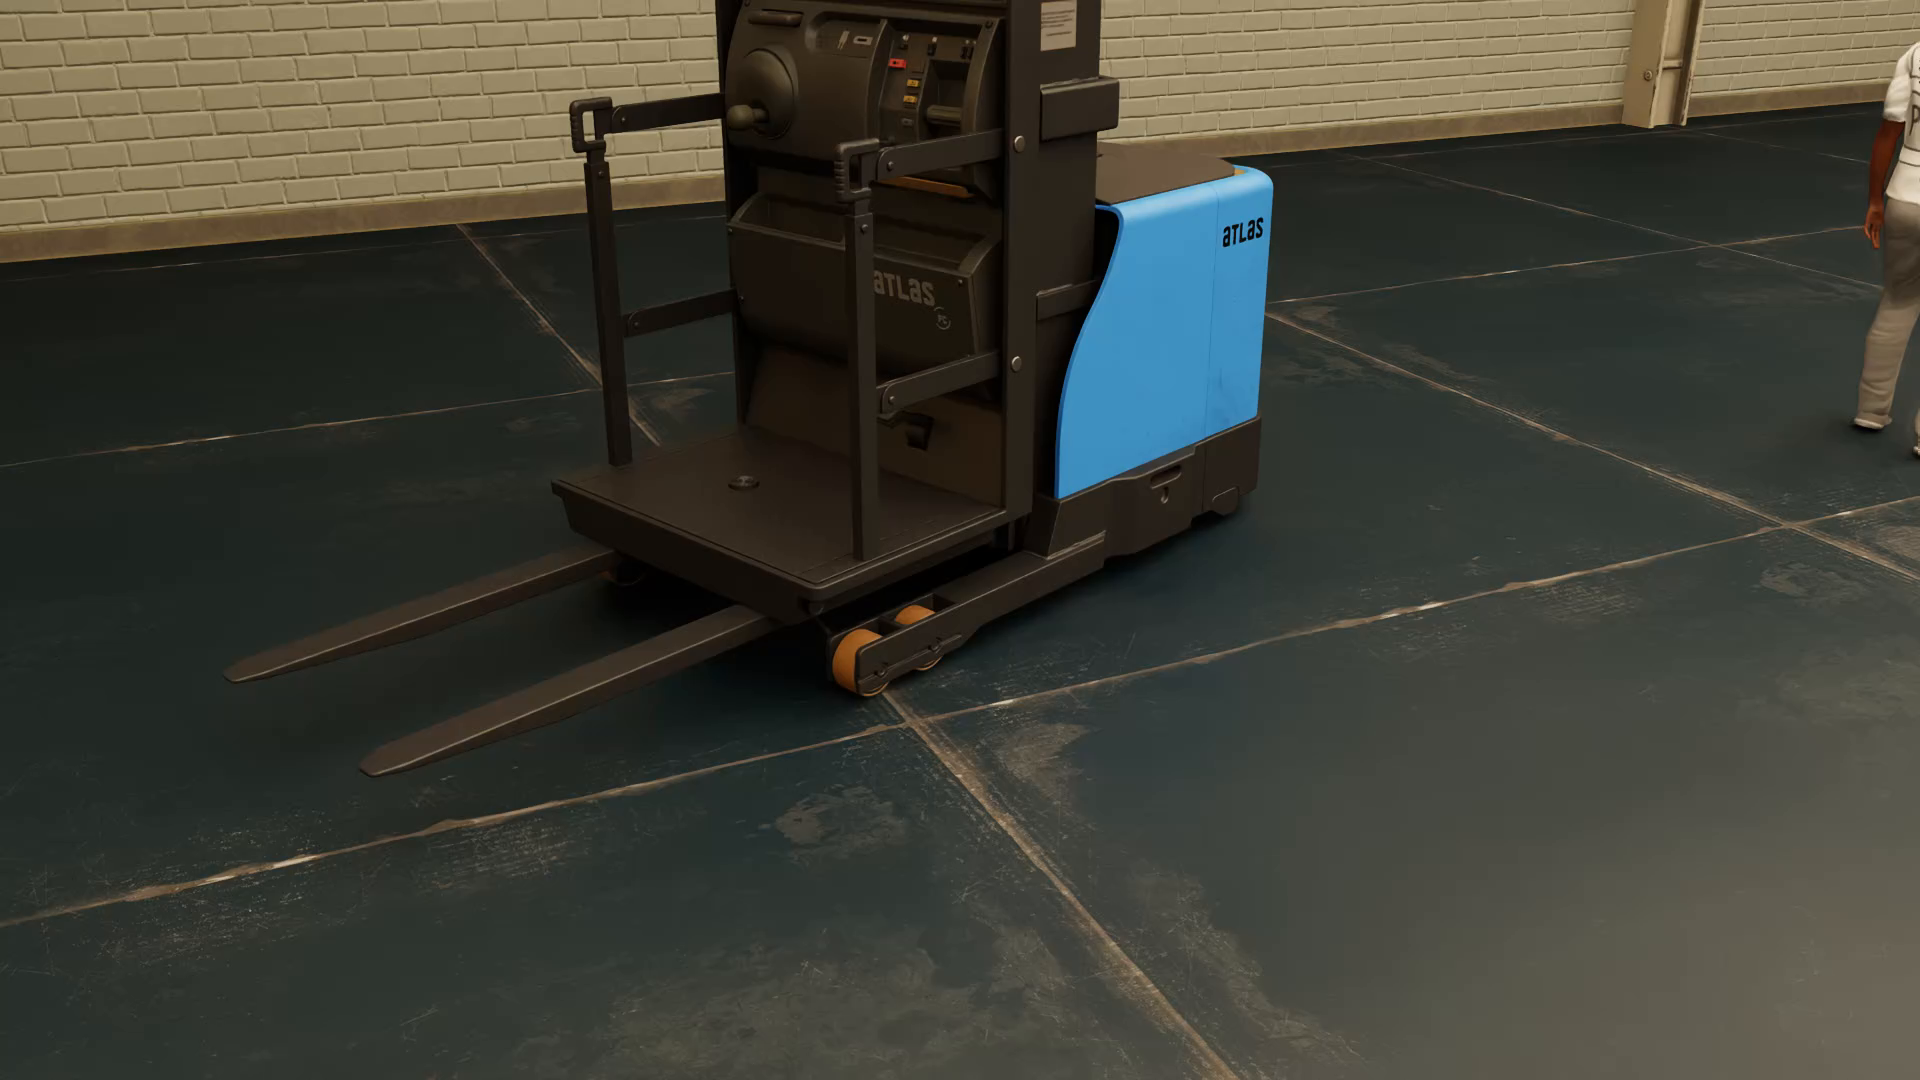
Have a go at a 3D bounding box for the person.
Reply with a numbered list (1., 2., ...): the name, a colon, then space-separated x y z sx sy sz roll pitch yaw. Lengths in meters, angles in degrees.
1. person: 3.387 -1.118 5.657 0.470 1.716 0.530 -16 27 -33

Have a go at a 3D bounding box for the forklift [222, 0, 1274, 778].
1. forklift: -0.413 -1.182 4.131 1.130 2.935 3.031 19 29 39
